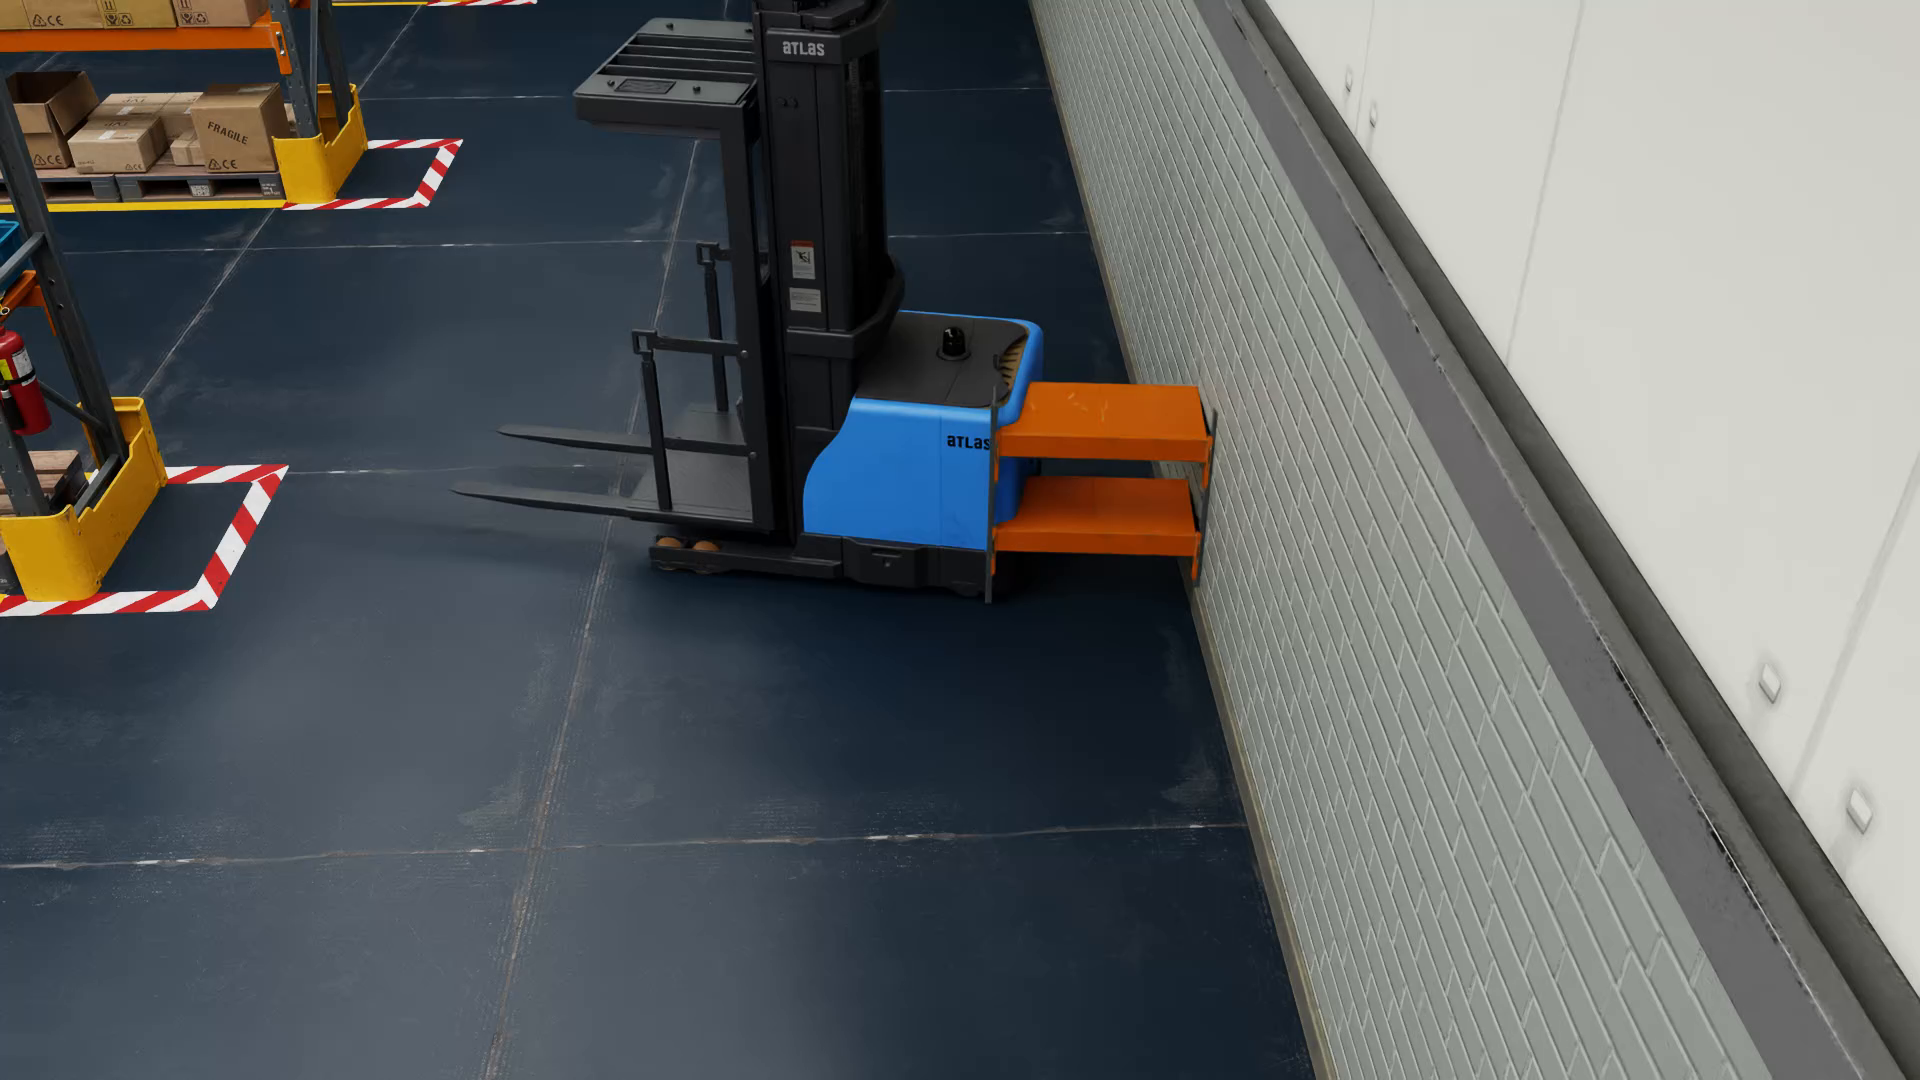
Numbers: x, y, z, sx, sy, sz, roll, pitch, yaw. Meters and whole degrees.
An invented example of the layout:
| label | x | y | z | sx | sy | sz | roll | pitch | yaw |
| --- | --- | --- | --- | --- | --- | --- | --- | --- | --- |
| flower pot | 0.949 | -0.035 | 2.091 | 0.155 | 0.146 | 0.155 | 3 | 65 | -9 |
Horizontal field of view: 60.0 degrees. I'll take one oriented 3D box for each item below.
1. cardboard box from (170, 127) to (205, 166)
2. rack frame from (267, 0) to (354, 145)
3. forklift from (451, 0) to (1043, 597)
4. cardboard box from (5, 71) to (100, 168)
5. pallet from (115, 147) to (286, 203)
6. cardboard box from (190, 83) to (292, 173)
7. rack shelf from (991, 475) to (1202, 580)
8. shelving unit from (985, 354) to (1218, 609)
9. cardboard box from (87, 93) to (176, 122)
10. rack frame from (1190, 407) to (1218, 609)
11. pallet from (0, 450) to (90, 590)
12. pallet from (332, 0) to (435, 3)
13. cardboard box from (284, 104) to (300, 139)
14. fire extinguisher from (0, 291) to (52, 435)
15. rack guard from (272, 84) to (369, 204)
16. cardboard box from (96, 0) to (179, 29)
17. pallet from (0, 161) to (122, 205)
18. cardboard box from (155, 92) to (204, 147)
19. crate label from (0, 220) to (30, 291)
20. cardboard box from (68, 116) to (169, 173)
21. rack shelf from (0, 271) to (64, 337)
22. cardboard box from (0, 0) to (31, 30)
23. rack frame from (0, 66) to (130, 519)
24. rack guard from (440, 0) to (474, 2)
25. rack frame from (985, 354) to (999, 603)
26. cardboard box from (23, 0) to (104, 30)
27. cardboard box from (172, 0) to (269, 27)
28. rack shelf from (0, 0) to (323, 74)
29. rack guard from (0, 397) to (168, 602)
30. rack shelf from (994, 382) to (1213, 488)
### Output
| label | x | y | z | sx | sy | sz | roll | pitch | yaw |
| --- | --- | --- | --- | --- | --- | --- | --- | --- | --- |
| cardboard box | -5.734 | -2.969 | 12.507 | 0.250 | 0.166 | 0.380 | -2 | 35 | -2 |
| rack frame | -4.794 | -4.067 | 11.991 | 0.127 | 3.000 | 1.000 | -2 | 35 | -2 |
| forklift | -1.129 | -1.320 | 8.081 | 3.031 | 2.935 | 1.130 | 6 | 35 | 8 |
| cardboard box | -6.913 | -3.167 | 12.498 | 0.637 | 0.503 | 0.797 | -2 | 35 | -2 |
| pallet | -5.666 | -2.896 | 12.750 | 1.213 | 0.211 | 1.003 | -2 | 35 | -2 |
| cardboard box | -5.325 | -3.066 | 12.354 | 0.500 | 0.500 | 0.500 | -2 | 35 | -2 |
| rack shelf | 0.661 | -0.077 | 8.240 | 1.000 | 0.278 | 0.538 | 2 | 35 | 1 |
| shelving unit | 0.664 | -0.278 | 8.101 | 1.048 | 1.125 | 0.538 | 2 | 35 | 1 |
| cardboard box | -6.349 | -3.237 | 12.821 | 0.500 | 0.250 | 0.500 | -2 | 35 | -2 |
| rack frame | 1.172 | -0.264 | 8.094 | 0.032 | 1.125 | 0.500 | 2 | 35 | 1 |
| pallet | -5.389 | -0.105 | 8.716 | 1.213 | 0.211 | 1.003 | -2 | 35 | -2 |
| pallet | -5.827 | -5.670 | 16.758 | 1.213 | 0.211 | 1.003 | -2 | 35 | -2 |
| cardboard box | -5.228 | -3.260 | 12.943 | 0.250 | 0.149 | 0.380 | -2 | 35 | -2 |
| fire extinguisher | -4.391 | -0.812 | 7.683 | 0.183 | 0.674 | 0.296 | -2 | 35 | -2 |
| rack guard | -4.870 | -3.037 | 12.700 | 0.348 | 0.500 | 1.175 | -2 | 35 | -2 |
| cardboard box | -5.746 | -3.926 | 11.699 | 0.500 | 0.500 | 0.500 | -1 | 35 | -2 |
| pallet | -6.882 | -2.865 | 12.705 | 1.213 | 0.211 | 1.003 | -2 | 35 | -2 |
| cardboard box | -5.850 | -3.251 | 12.841 | 0.500 | 0.250 | 0.500 | -2 | 35 | -2 |
| crate label | -4.825 | -1.388 | 8.214 | 0.303 | 0.233 | 0.416 | -2 | 35 | -2 |
| cardboard box | -6.276 | -2.954 | 12.413 | 0.500 | 0.250 | 0.500 | -2 | 35 | -2 |
| rack shelf | -6.561 | -0.902 | 8.049 | 4.000 | 0.370 | 1.077 | -2 | 35 | -2 |
| cardboard box | -6.748 | -3.902 | 11.664 | 0.500 | 0.500 | 0.500 | -2 | 35 | -3 |
| rack frame | -4.563 | -1.252 | 7.923 | 0.127 | 3.000 | 1.000 | -2 | 35 | -2 |
| rack guard | -5.008 | -5.856 | 16.772 | 0.348 | 0.500 | 1.175 | -2 | 35 | -2 |
| rack frame | 0.156 | -0.292 | 8.108 | 0.032 | 1.125 | 0.500 | 2 | 35 | 1 |
| cardboard box | -6.245 | -3.915 | 11.684 | 0.500 | 0.500 | 0.500 | -1 | 35 | -2 |
| cardboard box | -5.228 | -3.942 | 11.722 | 0.500 | 0.500 | 0.500 | -1 | 35 | -1 |
| rack shelf | -6.792 | -3.718 | 12.118 | 4.000 | 0.370 | 1.077 | -2 | 35 | -2 |
| rack guard | -4.540 | -0.232 | 8.646 | 0.348 | 0.500 | 1.175 | -2 | 35 | -2 |
| rack shelf | 0.669 | -0.518 | 7.933 | 1.000 | 0.278 | 0.538 | 2 | 35 | 1 |
